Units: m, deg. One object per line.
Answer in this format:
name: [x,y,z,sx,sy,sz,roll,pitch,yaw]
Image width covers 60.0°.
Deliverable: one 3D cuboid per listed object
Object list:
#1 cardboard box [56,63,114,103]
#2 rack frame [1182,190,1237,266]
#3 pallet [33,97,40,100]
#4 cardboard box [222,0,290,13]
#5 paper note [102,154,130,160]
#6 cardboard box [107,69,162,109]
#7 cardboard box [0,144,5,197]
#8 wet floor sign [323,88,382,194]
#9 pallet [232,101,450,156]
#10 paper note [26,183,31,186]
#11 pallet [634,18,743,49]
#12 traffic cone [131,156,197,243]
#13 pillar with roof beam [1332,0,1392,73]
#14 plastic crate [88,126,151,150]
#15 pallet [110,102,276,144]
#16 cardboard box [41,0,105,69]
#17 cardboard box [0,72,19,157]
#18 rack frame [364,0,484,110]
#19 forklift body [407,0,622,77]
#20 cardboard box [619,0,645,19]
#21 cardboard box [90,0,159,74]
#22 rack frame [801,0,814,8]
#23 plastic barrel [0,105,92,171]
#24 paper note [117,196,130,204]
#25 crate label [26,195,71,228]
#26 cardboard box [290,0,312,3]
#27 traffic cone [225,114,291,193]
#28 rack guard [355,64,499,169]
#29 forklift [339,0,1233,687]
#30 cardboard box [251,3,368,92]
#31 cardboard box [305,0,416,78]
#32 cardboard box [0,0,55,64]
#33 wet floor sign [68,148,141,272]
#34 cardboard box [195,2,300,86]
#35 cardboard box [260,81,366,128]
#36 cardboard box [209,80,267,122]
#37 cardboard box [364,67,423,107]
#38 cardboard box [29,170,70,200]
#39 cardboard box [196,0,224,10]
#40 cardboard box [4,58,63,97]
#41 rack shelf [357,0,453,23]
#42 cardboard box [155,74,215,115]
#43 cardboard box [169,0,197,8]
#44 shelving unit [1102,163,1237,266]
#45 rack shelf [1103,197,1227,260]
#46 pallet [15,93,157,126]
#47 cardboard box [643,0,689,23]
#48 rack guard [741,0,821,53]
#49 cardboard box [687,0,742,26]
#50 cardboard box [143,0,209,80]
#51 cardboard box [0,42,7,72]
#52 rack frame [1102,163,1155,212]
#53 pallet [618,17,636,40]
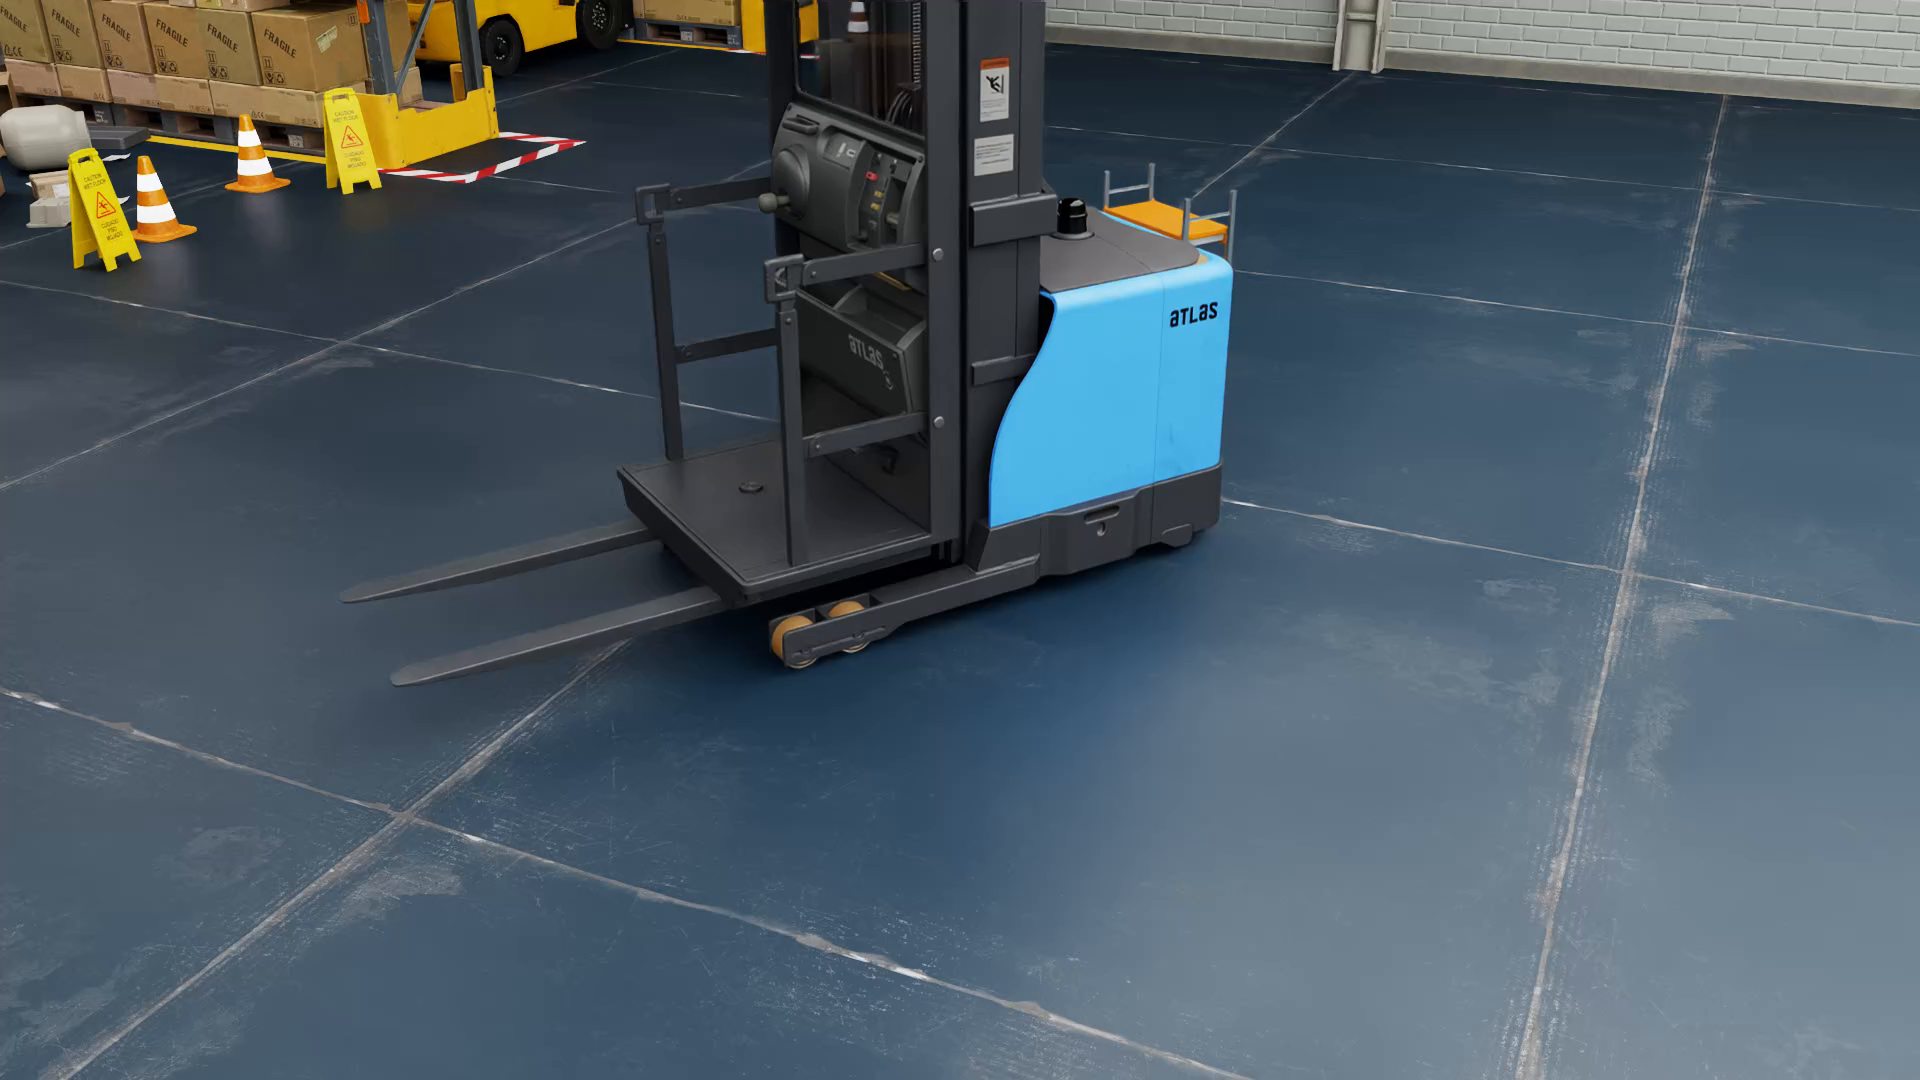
cardboard box: [-6.450,-3.510,12.620,0.500,0.250,0.500,13,29,25]
rack frame: [0.921,-0.732,6.378,0.240,1.200,0.015,-16,30,-29]
pallet: [-8.075,-3.755,13.638,1.213,0.211,1.003,11,28,22]
cardboard box: [-4.924,-3.797,11.620,0.250,0.149,0.380,12,29,23]
paper note: [-5.933,-2.694,11.687,0.148,0.019,0.142,2,26,4]
cardboard box: [-5.966,-3.414,12.425,0.500,0.250,0.500,11,28,21]
cardboard box: [-6.371,-2.316,10.385,0.637,0.503,0.797,-7,27,-14]
wet floor sign: [-3.994,-2.612,10.824,0.232,0.644,0.267,23,35,39]
pallet: [-4.518,-3.059,12.223,1.213,0.211,1.003,11,28,22]
paper note: [-6.120,-2.384,11.070,0.142,0.019,0.148,23,35,39]
pallet: [-2.387,-5.002,16.170,1.213,0.211,1.003,11,28,22]
traffic cone: [-4.800,-2.046,9.882,0.334,0.463,0.336,11,28,22]
pillar with roof beam: [1.746,-6.483,9.229,0.400,9.000,9.100,11,28,22]
plastic crate: [-6.276,-2.938,12.126,0.583,0.080,0.402,2,26,4]
pallet: [-5.625,-3.282,12.678,1.213,0.211,1.003,11,28,22]
cardboard box: [-6.448,-3.846,12.454,0.500,0.500,0.500,13,29,24]
cardboard box: [-6.953,-3.001,11.777,0.500,0.500,0.500,-12,29,-23]
rack frame: [-3.724,-4.133,11.249,0.127,3.000,1.000,11,28,22]
forklift body: [-4.155,-5.362,14.706,1.214,2.155,2.313,11,28,22]
cardboard box: [-3.132,-5.233,16.121,0.500,0.250,0.500,12,29,22]
cardboard box: [-5.977,-3.751,12.260,0.500,0.500,0.500,13,29,24]
rack frame: [-1.673,-6.130,15.304,0.127,3.000,1.000,11,28,22]
plastic barrel: [-6.231,-2.746,11.348,0.512,0.421,0.421,-12,29,-23]
paper note: [-5.409,-2.173,10.630,0.142,0.019,0.148,2,26,4]
crate label: [-5.541,-2.019,10.196,0.298,0.136,0.250,-2,26,-5]
cardboard box: [-4.844,-3.781,12.322,0.500,0.500,0.500,10,28,20]
traffic cone: [-4.650,-2.555,10.915,0.334,0.463,0.336,11,28,22]
rack guard: [-3.794,-3.025,11.829,0.348,0.500,1.175,11,28,22]
forklift: [-0.550,-1.164,5.297,3.031,2.935,1.130,-15,30,-28]
cardboard box: [-4.562,-3.466,11.682,0.500,0.500,0.500,12,28,22]
cardboard box: [-4.366,-3.687,12.131,0.500,0.500,0.500,10,28,20]
cardboard box: [-6.940,-3.939,12.644,0.500,0.500,0.500,13,29,24]
wet floor sign: [-4.835,-1.859,9.295,0.232,0.644,0.267,6,27,13]
cardboard box: [-5.038,-3.560,11.873,0.500,0.500,0.500,12,29,24]
cardboard box: [-4.593,-3.132,11.853,0.500,0.250,0.500,11,28,22]
cardboard box: [-5.040,-3.225,12.043,0.500,0.250,0.500,11,28,22]
cardboard box: [-4.344,-3.347,12.289,0.500,0.250,0.500,11,28,21]
cardboard box: [-5.753,-2.281,10.715,0.380,0.149,0.250,-18,31,-31]
cardboard box: [-5.151,-3.844,11.716,0.250,0.149,0.380,12,29,23]
cardboard box: [-6.940,-3.603,12.809,0.500,0.250,0.500,10,28,19]
rack shelf: [-5.545,-4.176,12.150,4.000,0.370,1.077,11,28,22]
cardboard box: [-5.519,-3.319,12.232,0.500,0.250,0.500,10,28,20]
cardboard box: [-5.390,-3.893,11.816,0.250,0.149,0.380,13,29,24]
shelving unit: [0.791,-0.823,6.563,0.258,1.200,0.503,-16,30,-29]
rack shelf: [0.791,-1.176,6.390,0.258,0.148,0.480,-16,30,-29]
pallet: [-6.740,-3.505,13.130,1.213,0.211,1.003,11,28,22]
cardboard box: [-2.680,-5.138,15.927,0.500,0.250,0.500,11,28,22]
rack guard: [-1.651,-5.004,15.847,0.348,0.500,1.175,11,28,22]
cardboard box: [-2.232,-5.043,15.735,0.500,0.250,0.500,12,28,22]
cardboard box: [-5.495,-3.655,12.066,0.500,0.500,0.500,11,28,21]
cardboard box: [-7.844,-3.969,13.415,0.625,0.372,0.950,12,29,22]
rack frame: [0.660,-0.914,6.748,0.240,1.200,0.015,-16,30,-29]
pallet: [-3.493,-5.225,16.624,1.213,0.211,1.003,11,28,22]
